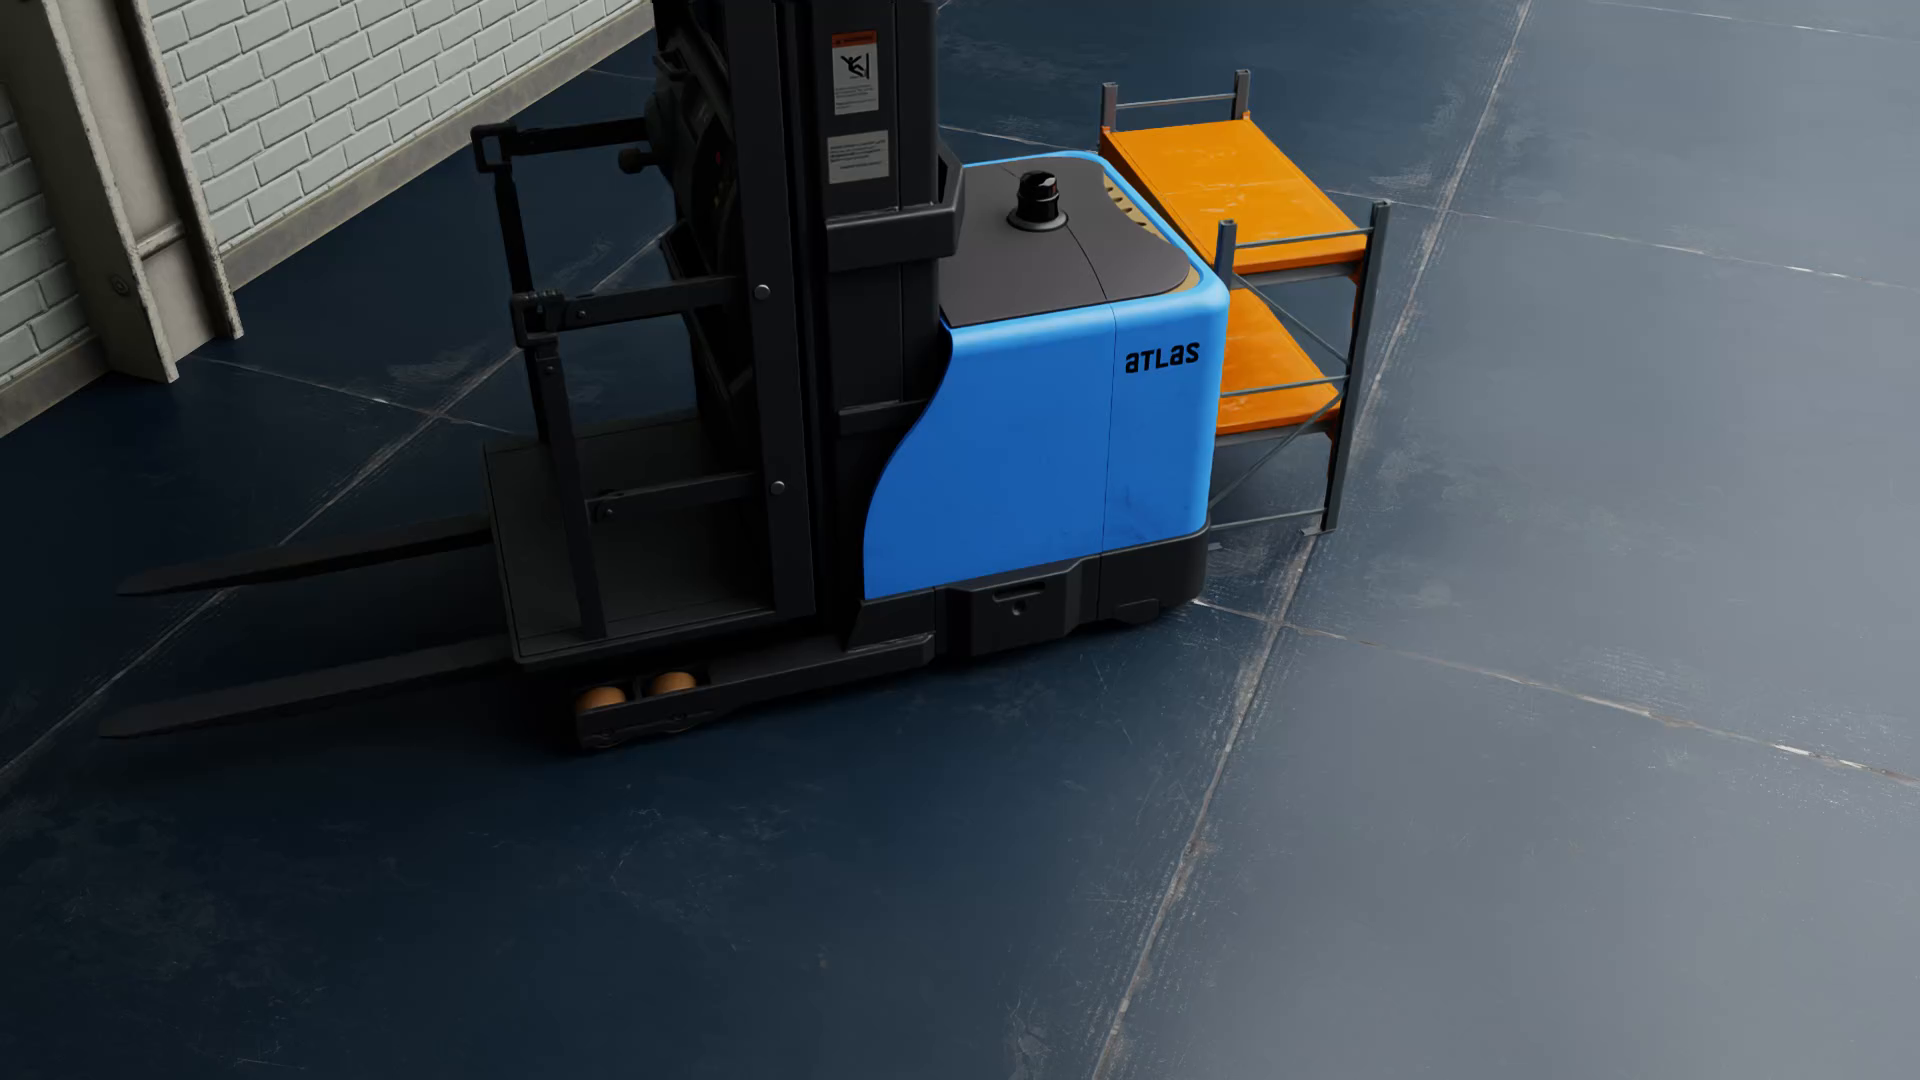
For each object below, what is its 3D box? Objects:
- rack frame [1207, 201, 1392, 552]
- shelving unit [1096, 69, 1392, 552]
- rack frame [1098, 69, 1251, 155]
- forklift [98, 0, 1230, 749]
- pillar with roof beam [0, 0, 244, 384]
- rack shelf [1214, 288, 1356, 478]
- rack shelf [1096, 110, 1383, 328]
[{"bbox_3d":[0.953,-0.450,4.913,0.500,1.125,0.032,-9,38,-11],"label":"rack frame"},{"bbox_3d":[0.827,-0.745,5.308,0.538,1.125,1.048,-9,38,-11],"label":"shelving unit"},{"bbox_3d":[0.701,-1.040,5.702,0.500,1.125,0.032,-9,38,-11],"label":"rack frame"},{"bbox_3d":[-0.848,-0.968,4.096,3.031,2.935,1.130,-11,38,-14],"label":"forklift"},{"bbox_3d":[1.057,-3.333,2.192,9.100,9.000,0.400,14,39,18],"label":"pillar with roof beam"},{"bbox_3d":[0.827,-0.549,5.454,0.538,0.278,1.000,-9,38,-11],"label":"rack shelf"},{"bbox_3d":[0.827,-0.980,5.132,0.538,0.278,1.000,-9,38,-11],"label":"rack shelf"}]
